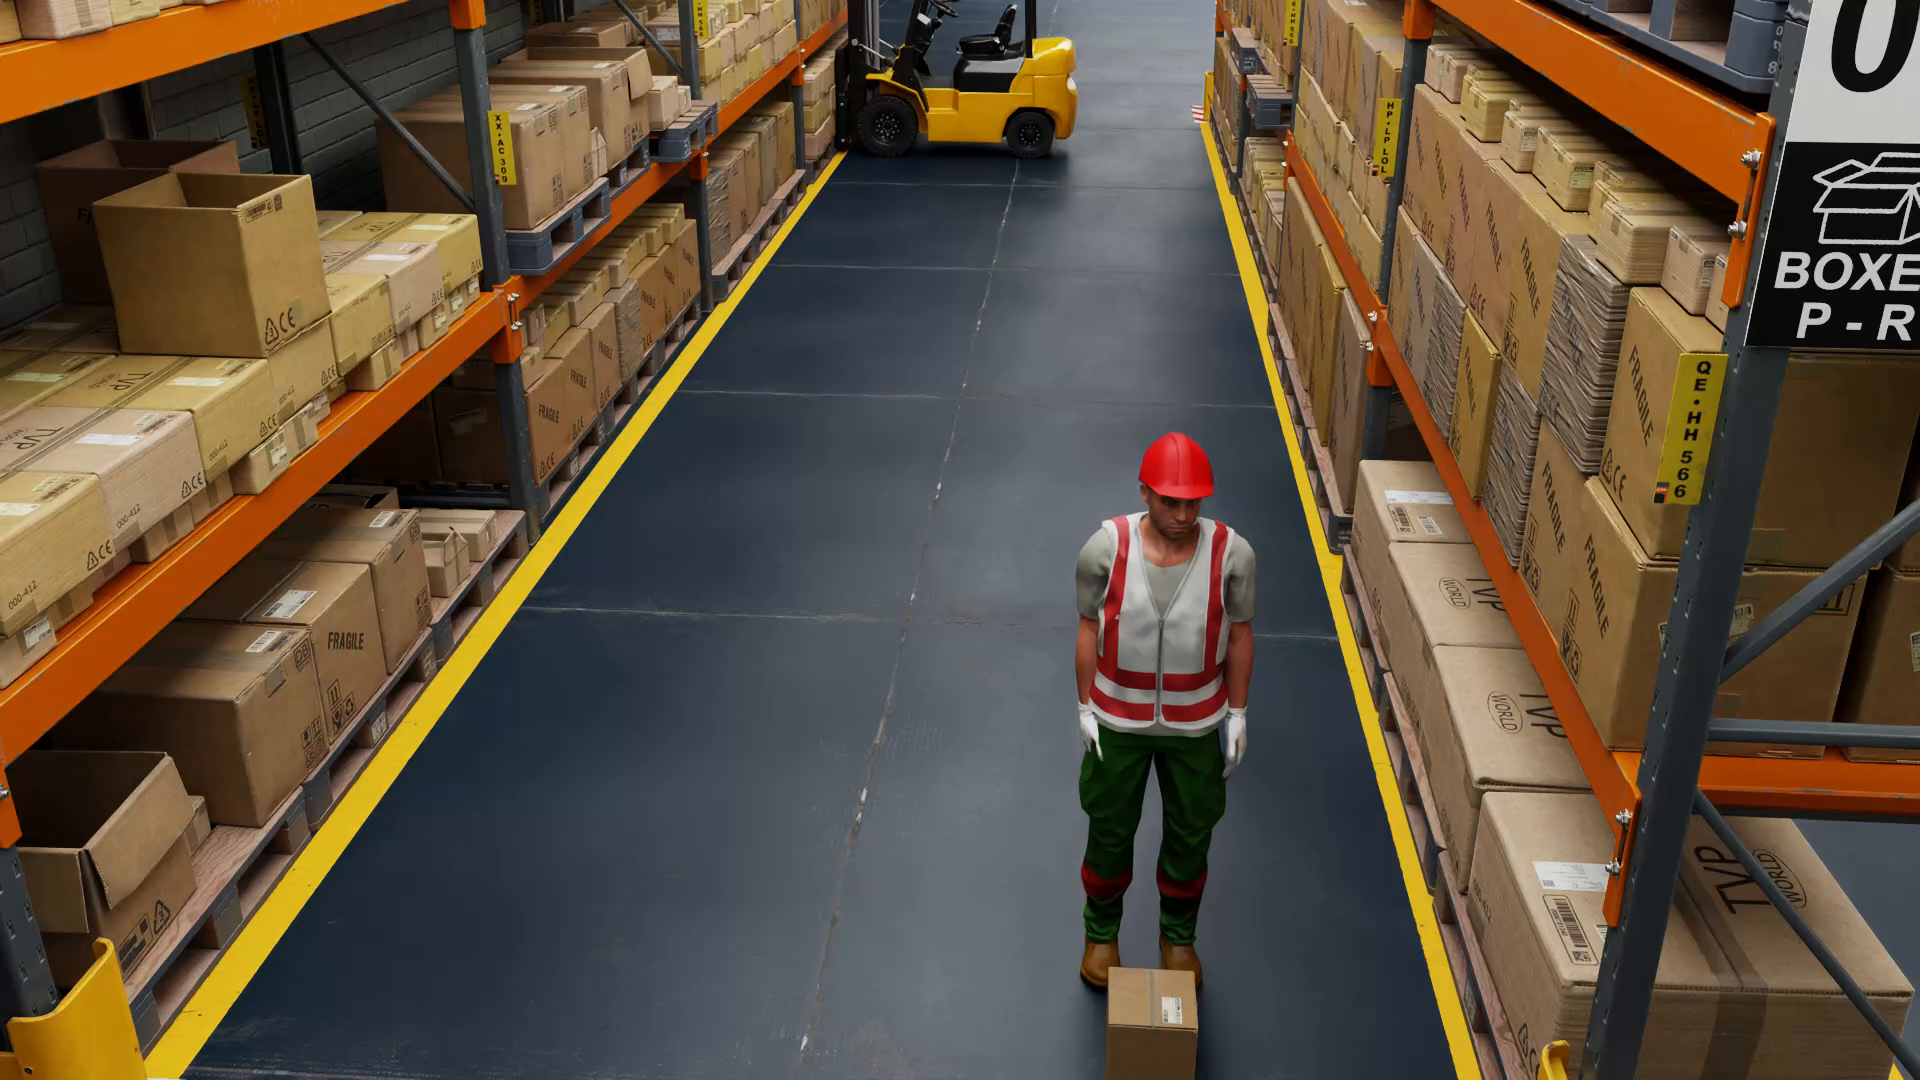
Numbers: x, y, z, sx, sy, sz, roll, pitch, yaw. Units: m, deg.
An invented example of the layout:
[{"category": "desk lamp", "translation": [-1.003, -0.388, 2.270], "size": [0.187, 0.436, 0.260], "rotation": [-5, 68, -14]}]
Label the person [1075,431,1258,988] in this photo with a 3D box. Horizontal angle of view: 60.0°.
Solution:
[{"category": "person", "translation": [0.592, 0.525, 4.918], "size": [0.526, 1.781, 0.346], "rotation": [2, 24, 3]}]
